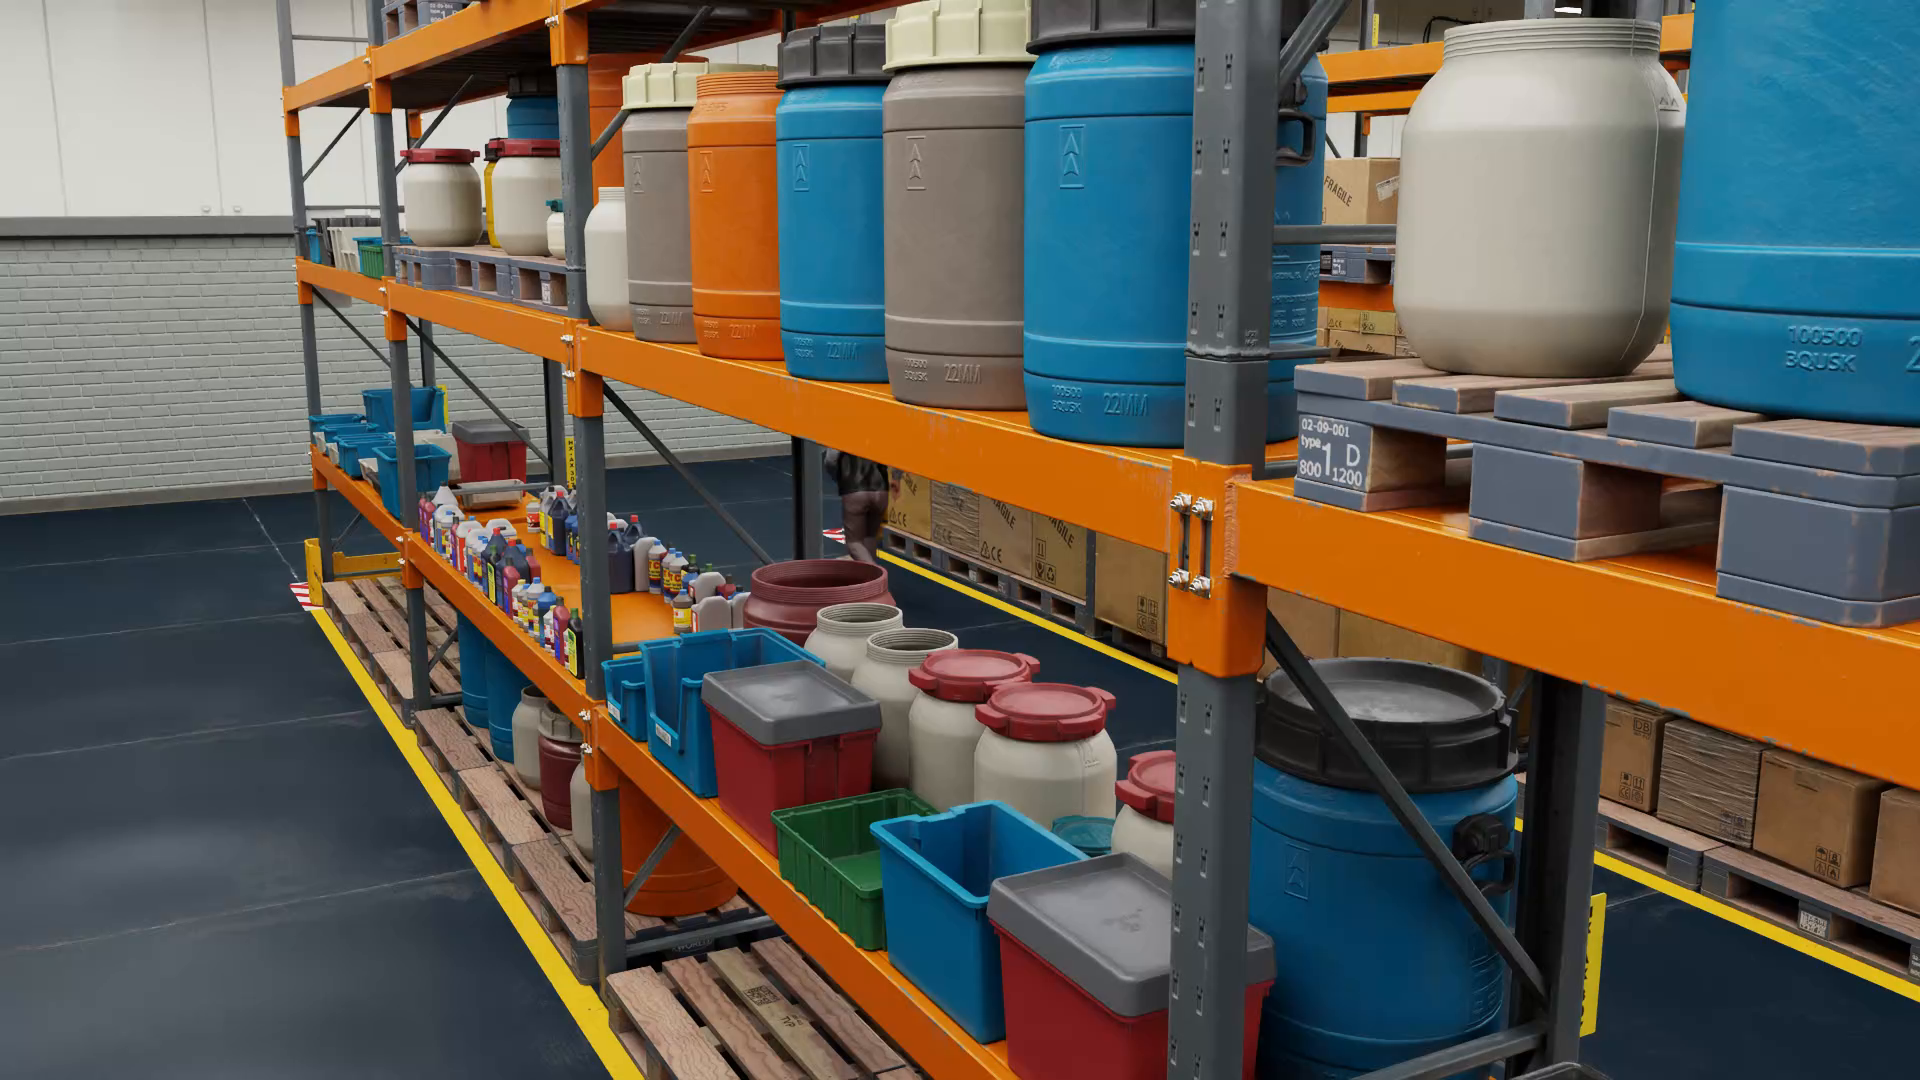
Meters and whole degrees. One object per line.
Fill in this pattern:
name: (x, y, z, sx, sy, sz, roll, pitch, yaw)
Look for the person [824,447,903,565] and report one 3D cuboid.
person: (-0.768, -0.341, 13.867, 0.650, 1.651, 0.872, -6, 13, -28)
